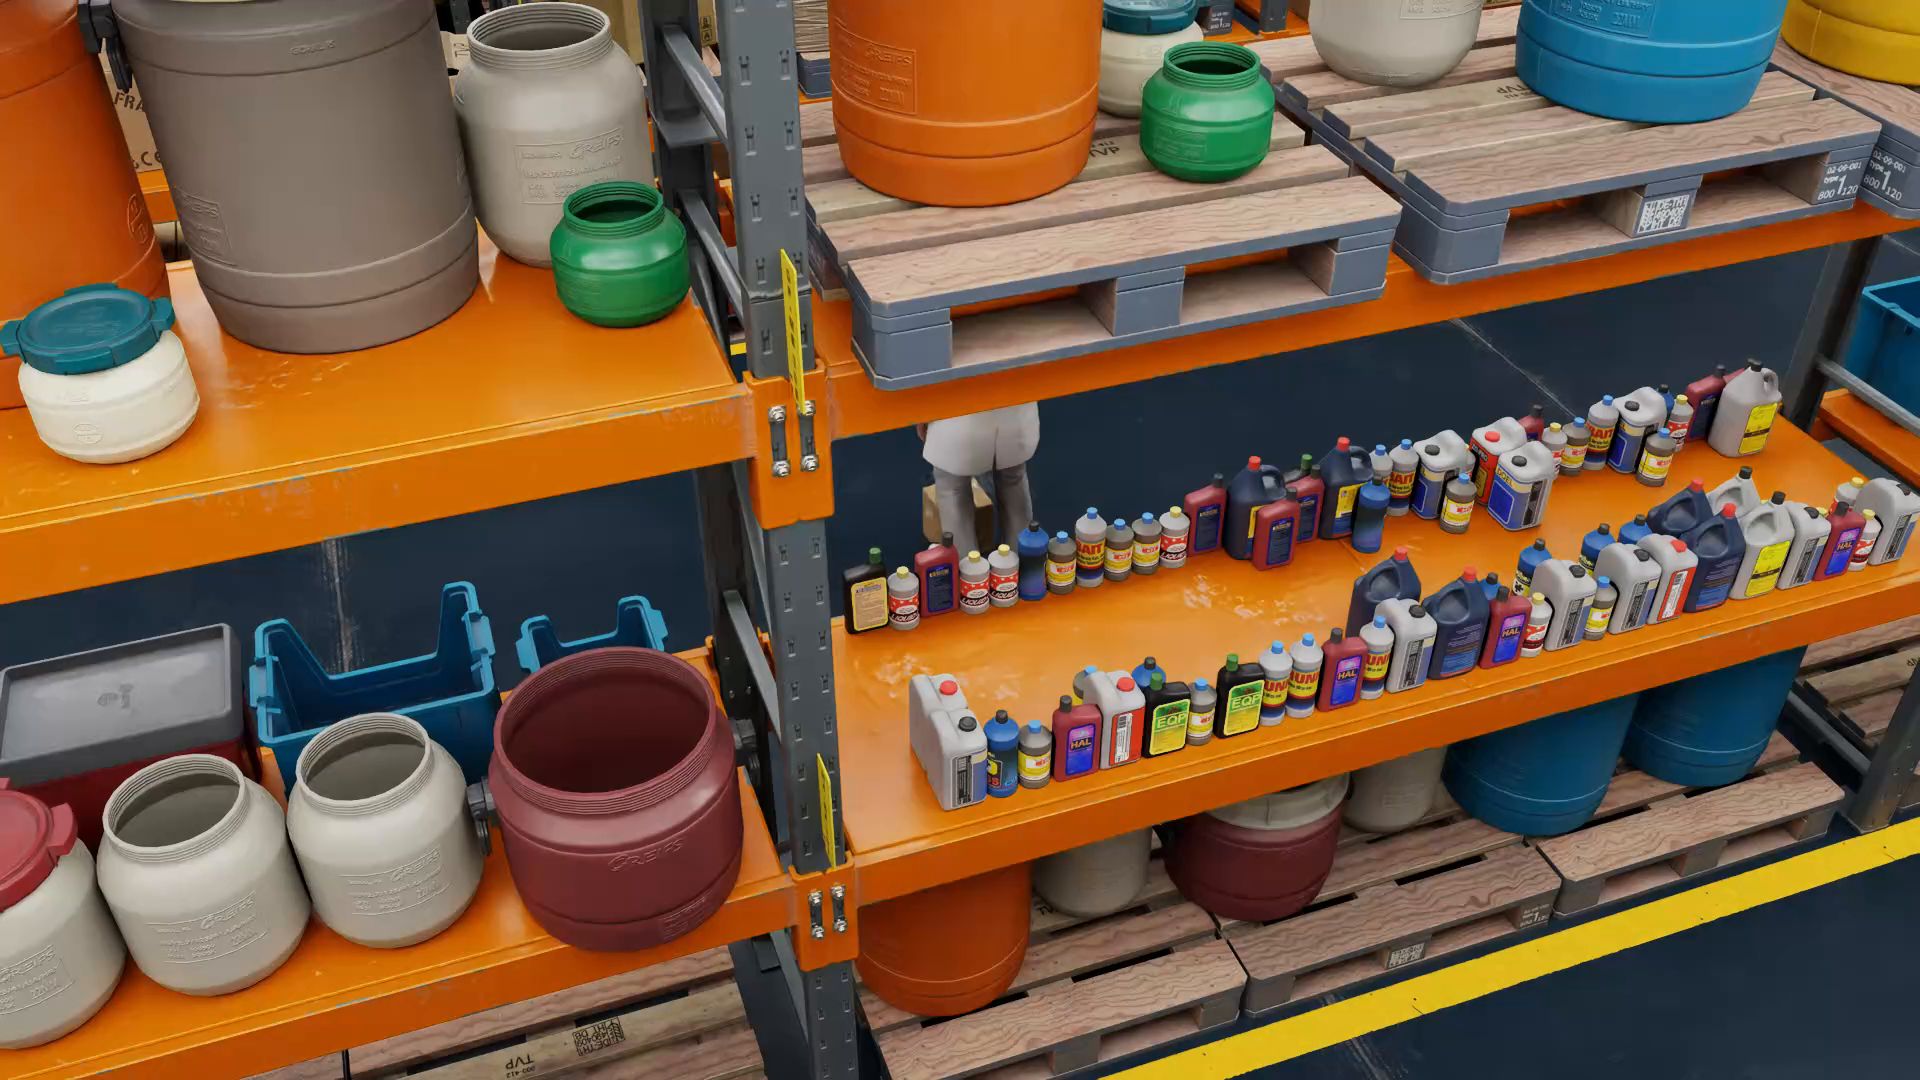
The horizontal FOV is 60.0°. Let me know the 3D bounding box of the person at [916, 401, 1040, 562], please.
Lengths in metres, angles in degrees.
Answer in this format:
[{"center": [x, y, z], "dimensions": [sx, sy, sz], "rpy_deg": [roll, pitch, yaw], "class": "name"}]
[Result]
[{"center": [0.087, -0.559, 6.899], "dimensions": [0.617, 1.774, 0.426], "rpy_deg": [-14, 39, -17], "class": "person"}]
